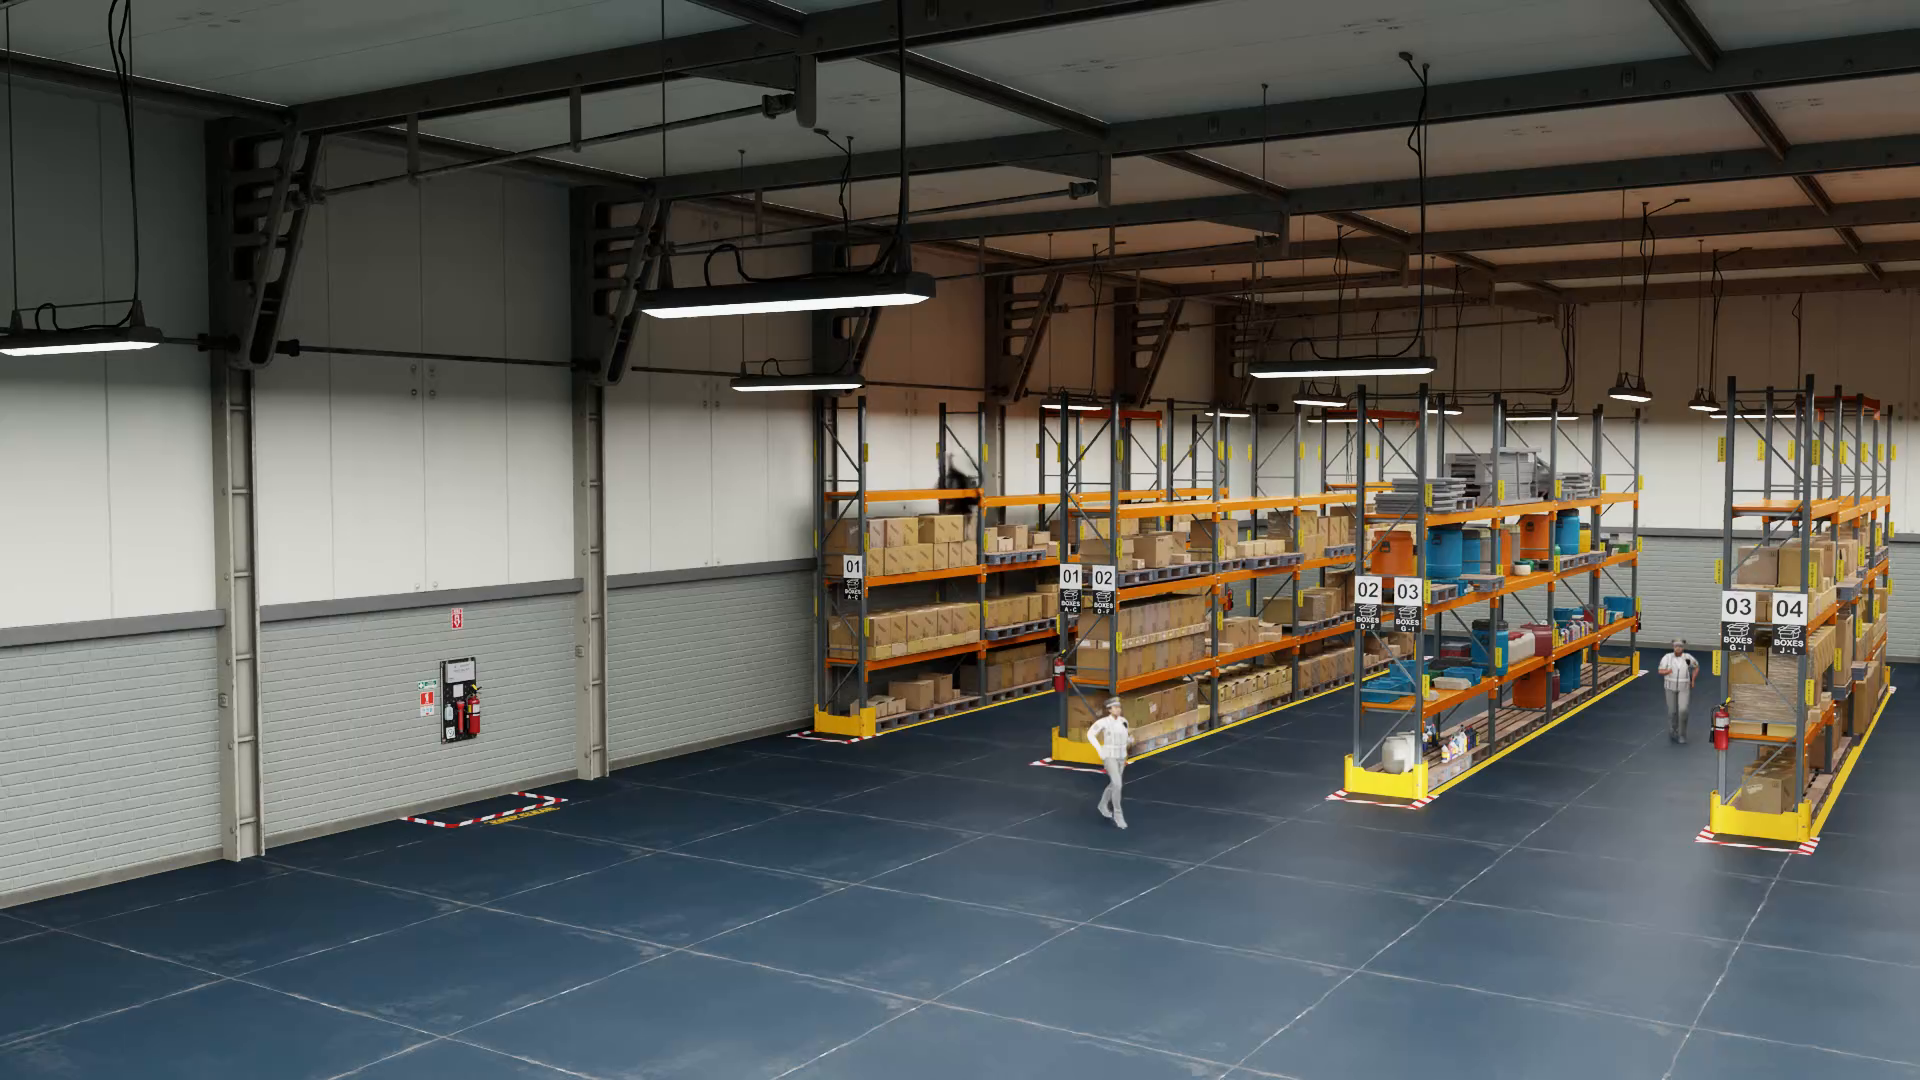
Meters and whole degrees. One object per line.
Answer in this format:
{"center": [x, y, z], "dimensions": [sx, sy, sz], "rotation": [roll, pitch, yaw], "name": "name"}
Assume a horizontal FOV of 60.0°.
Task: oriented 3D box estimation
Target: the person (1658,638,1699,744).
{"center": [12.441, 2.608, 28.820], "dimensions": [0.640, 1.845, 0.755], "rotation": [2, 3, 27], "name": "person"}

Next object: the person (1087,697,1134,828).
{"center": [2.069, 2.975, 22.449], "dimensions": [0.597, 1.747, 0.718], "rotation": [-2, 4, -36], "name": "person"}
